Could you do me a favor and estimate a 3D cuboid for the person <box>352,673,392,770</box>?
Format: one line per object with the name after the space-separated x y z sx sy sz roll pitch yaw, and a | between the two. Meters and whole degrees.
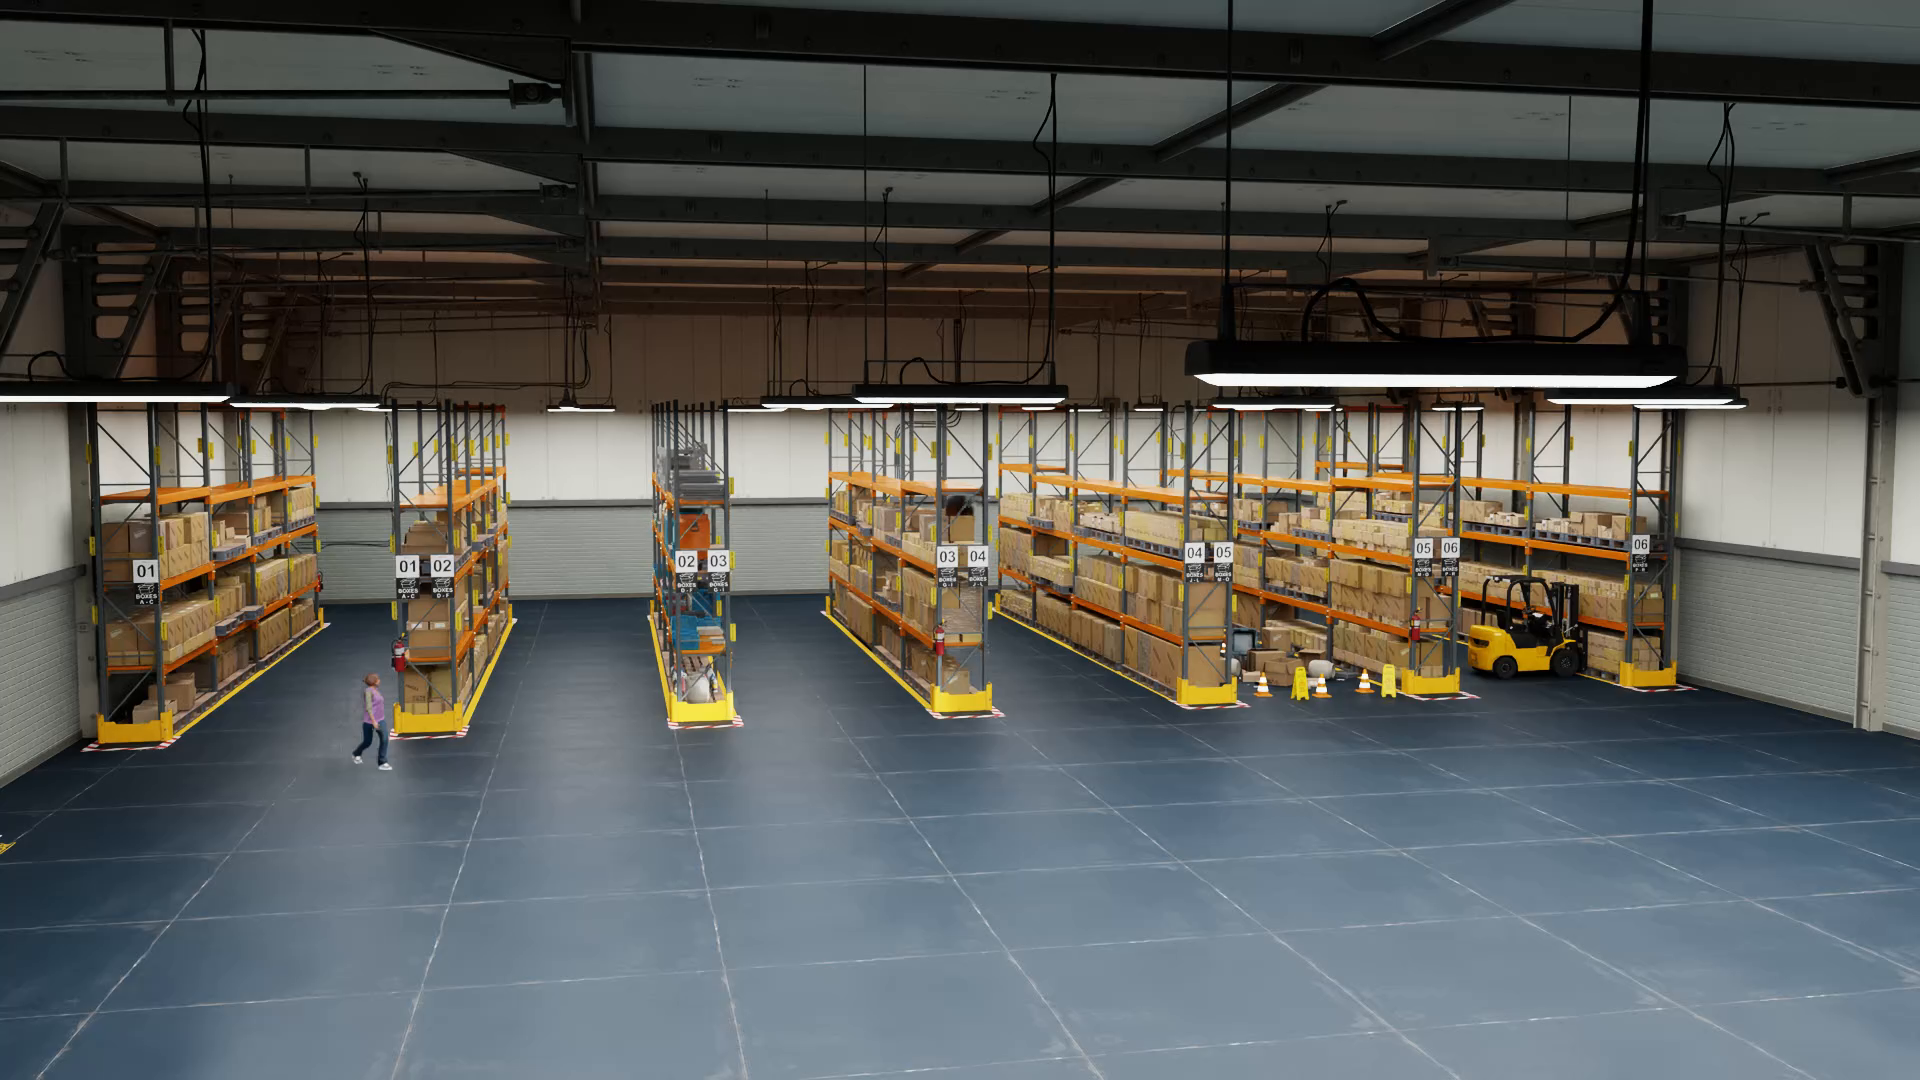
-9.489 2.912 26.811 0.845 1.552 0.384 3 5 36 | person

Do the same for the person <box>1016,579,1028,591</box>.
1.938 1.027 51.230 0.457 1.646 0.620 4 6 41 | person

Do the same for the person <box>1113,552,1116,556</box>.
4.421 1.205 48.314 0.612 1.790 0.554 -2 5 -26 | person
